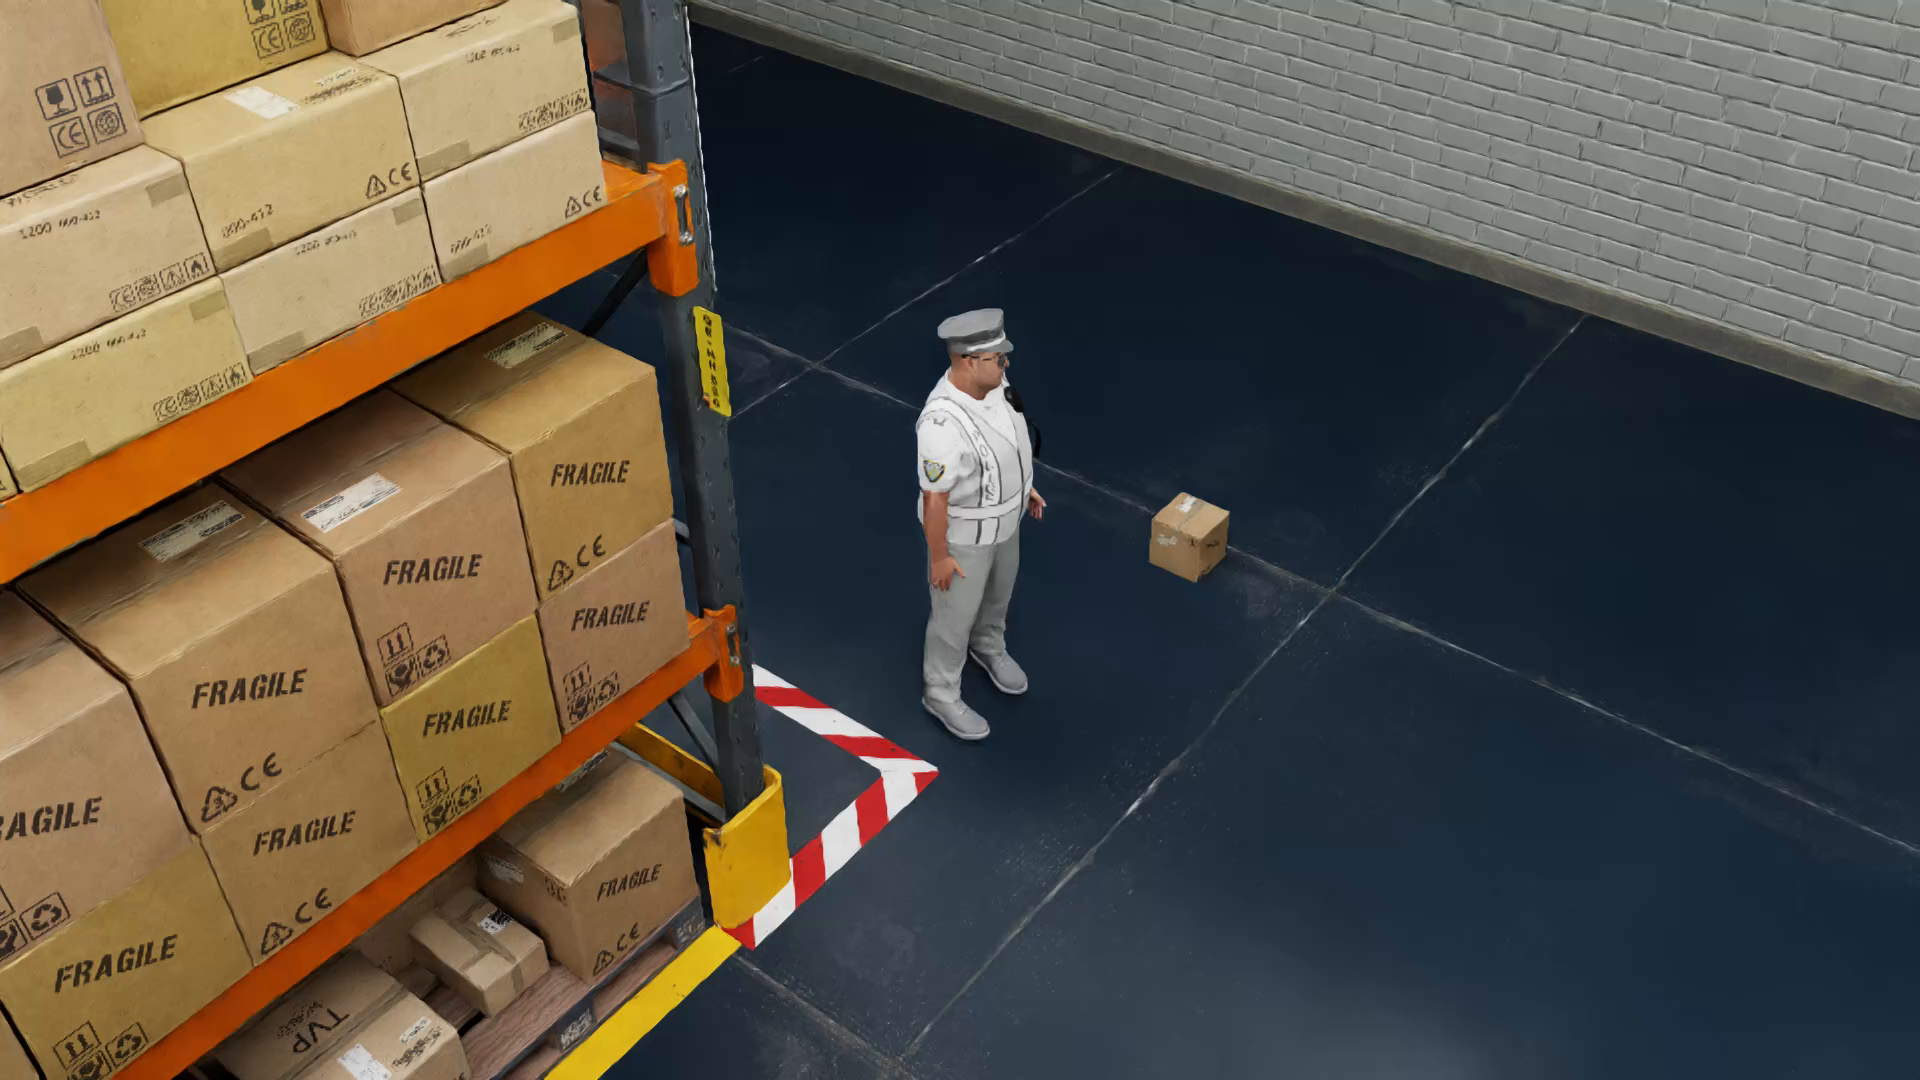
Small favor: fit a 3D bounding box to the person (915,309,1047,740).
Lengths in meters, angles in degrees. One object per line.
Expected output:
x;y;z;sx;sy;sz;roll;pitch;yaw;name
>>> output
0.056;-0.083;6.210;0.407;1.770;0.587;18;42;21;person
